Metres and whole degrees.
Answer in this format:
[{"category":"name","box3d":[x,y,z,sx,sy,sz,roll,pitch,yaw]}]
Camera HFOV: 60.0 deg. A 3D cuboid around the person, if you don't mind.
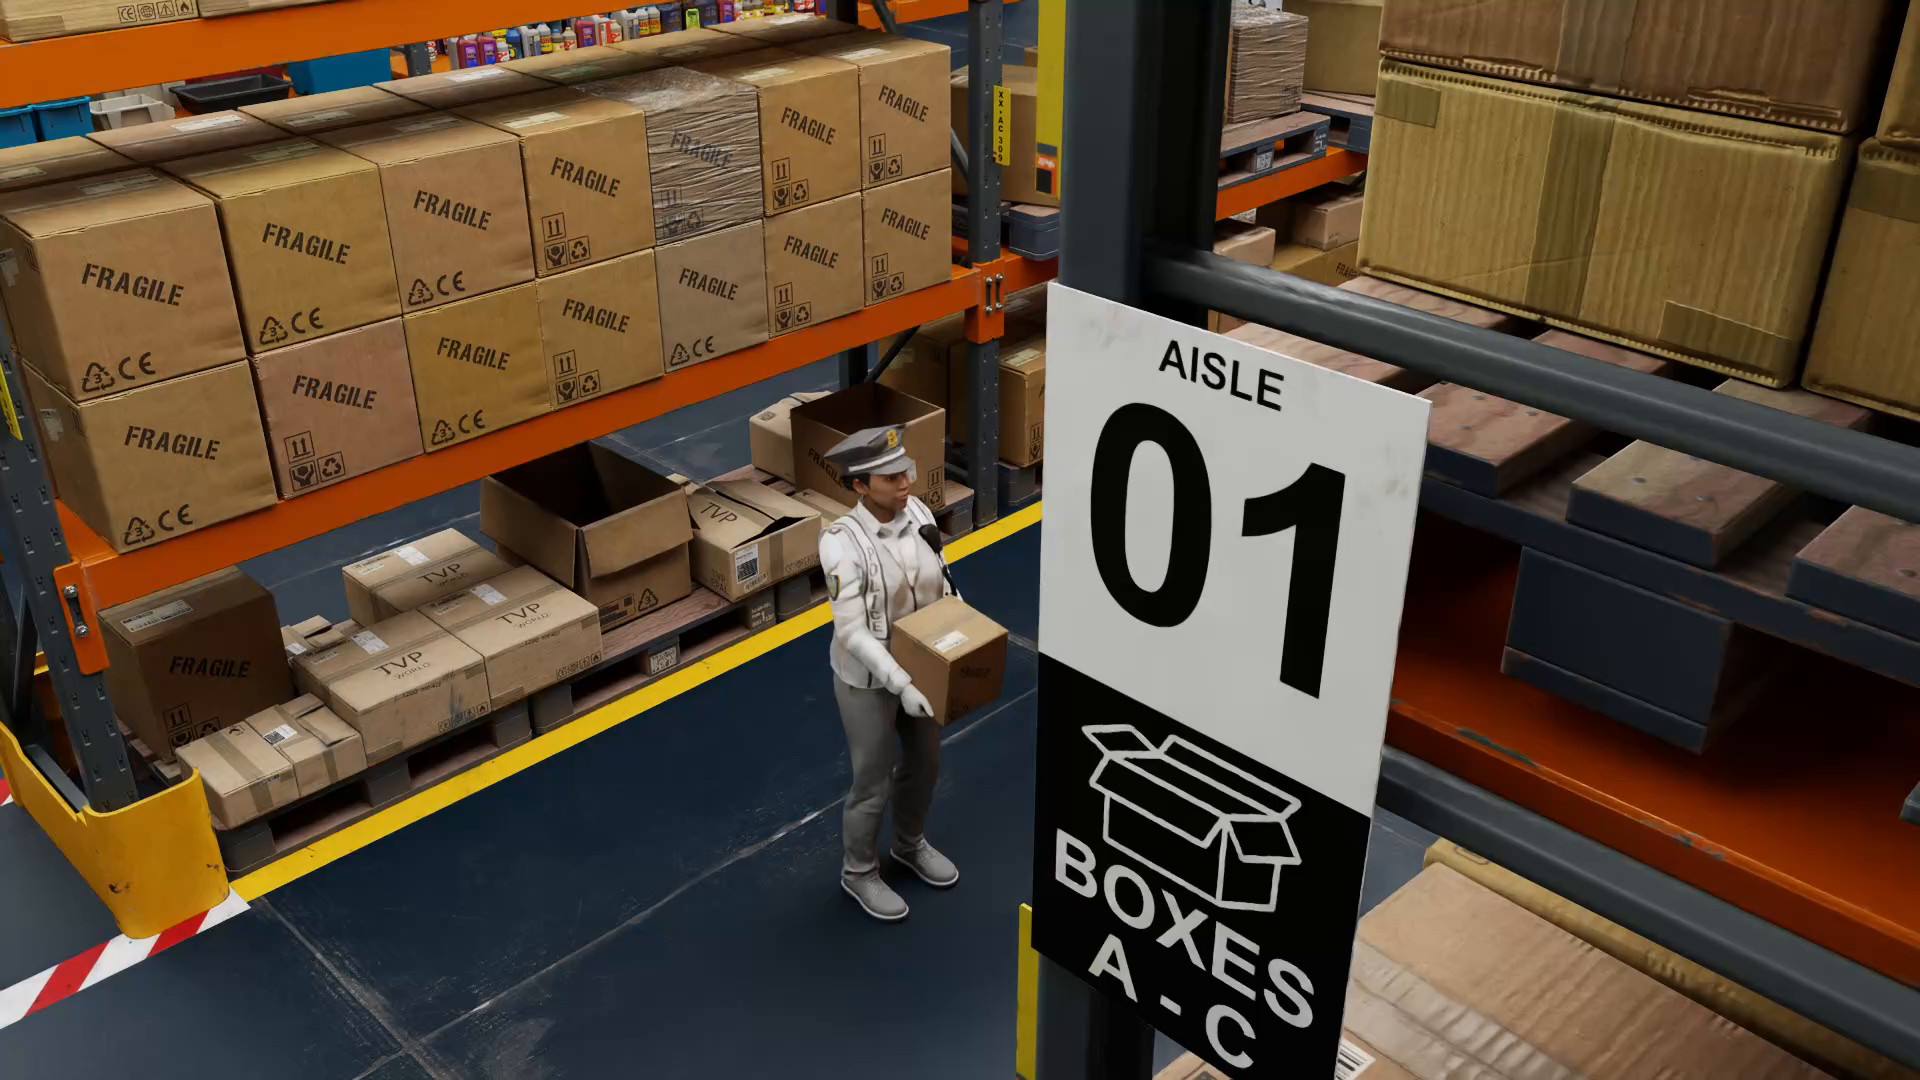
[{"category":"person","box3d":[-0.178,0.441,5.262,0.459,1.686,0.556,-25,37,-39]}]
